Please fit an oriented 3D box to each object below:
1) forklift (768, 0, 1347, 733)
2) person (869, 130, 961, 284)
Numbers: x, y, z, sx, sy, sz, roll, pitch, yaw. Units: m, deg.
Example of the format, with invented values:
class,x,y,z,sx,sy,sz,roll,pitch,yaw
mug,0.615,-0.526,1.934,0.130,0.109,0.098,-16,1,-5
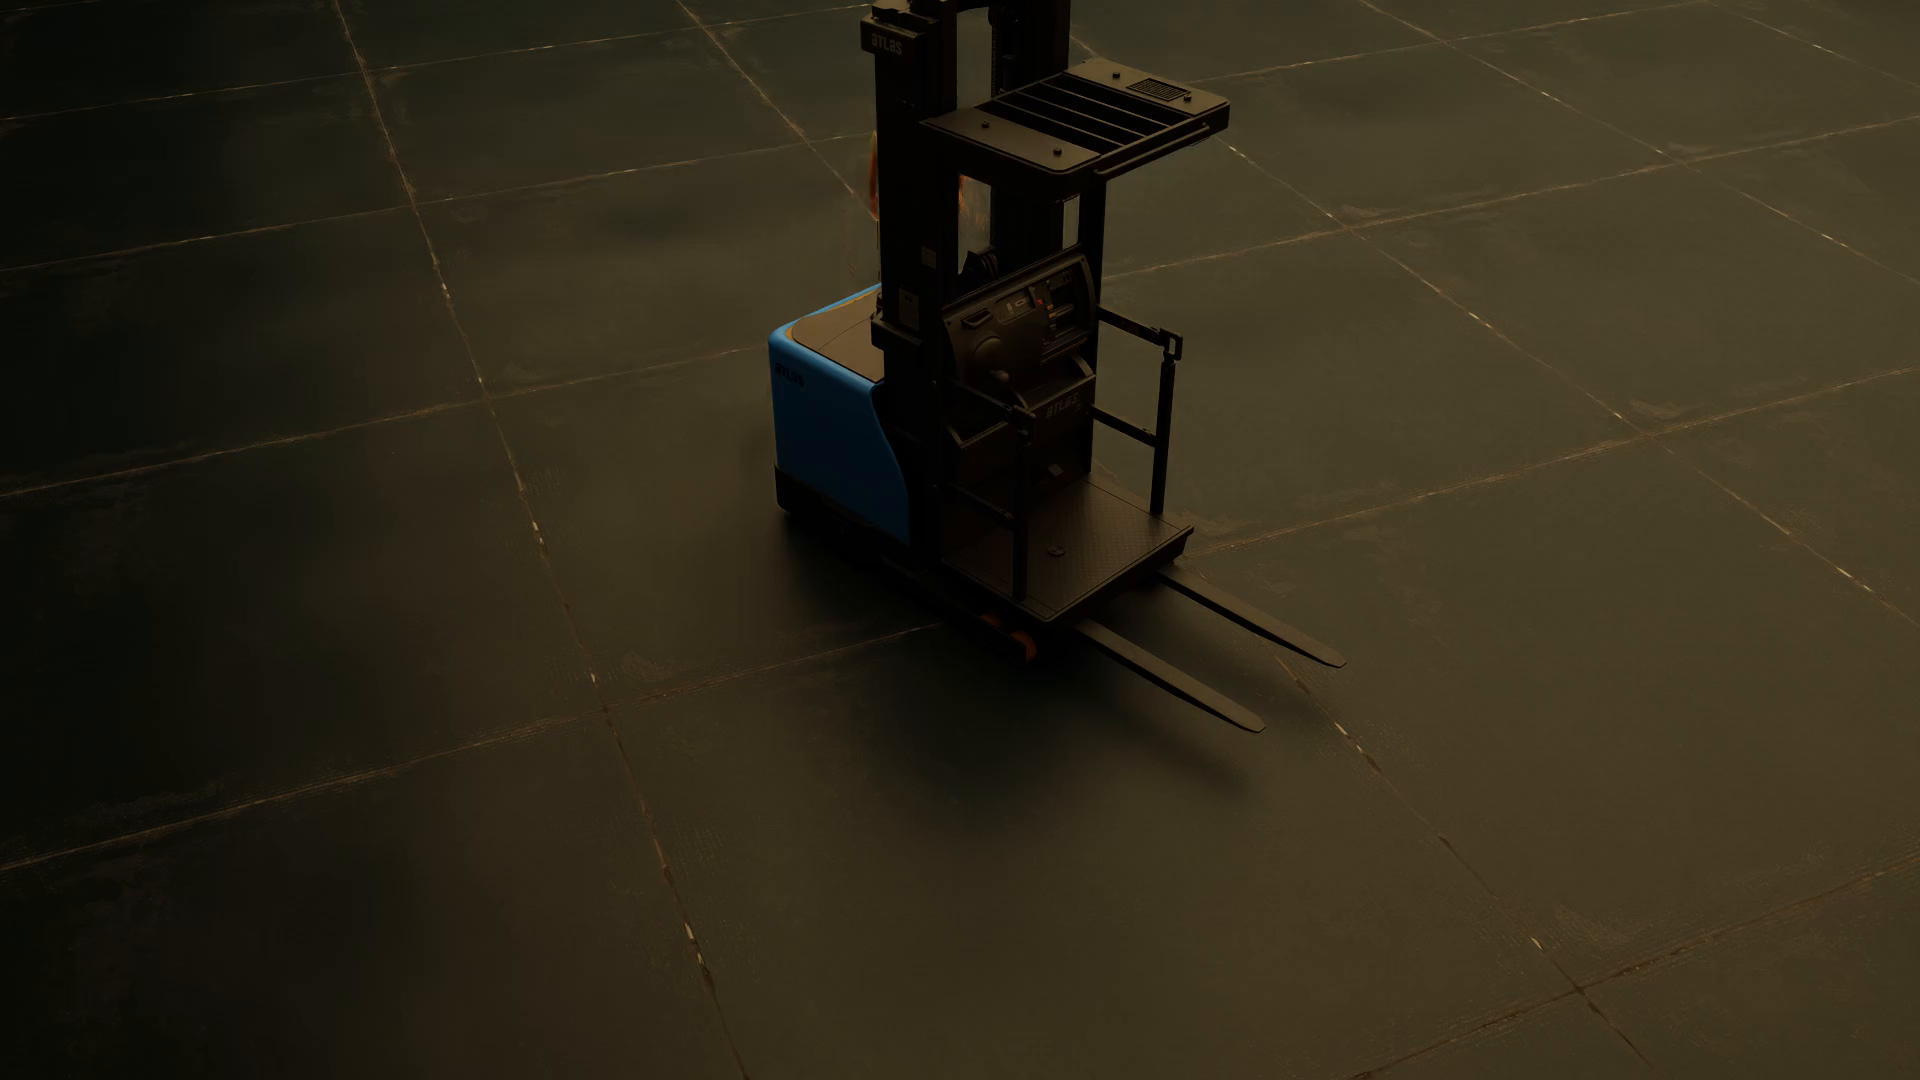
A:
class,x,y,z,sx,sy,sz,roll,pitch,yaw
forklift,0.432,-0.946,7.429,3.031,2.935,1.130,30,45,35
person,-0.274,-2.087,10.189,0.564,1.710,0.497,-2,35,-3
